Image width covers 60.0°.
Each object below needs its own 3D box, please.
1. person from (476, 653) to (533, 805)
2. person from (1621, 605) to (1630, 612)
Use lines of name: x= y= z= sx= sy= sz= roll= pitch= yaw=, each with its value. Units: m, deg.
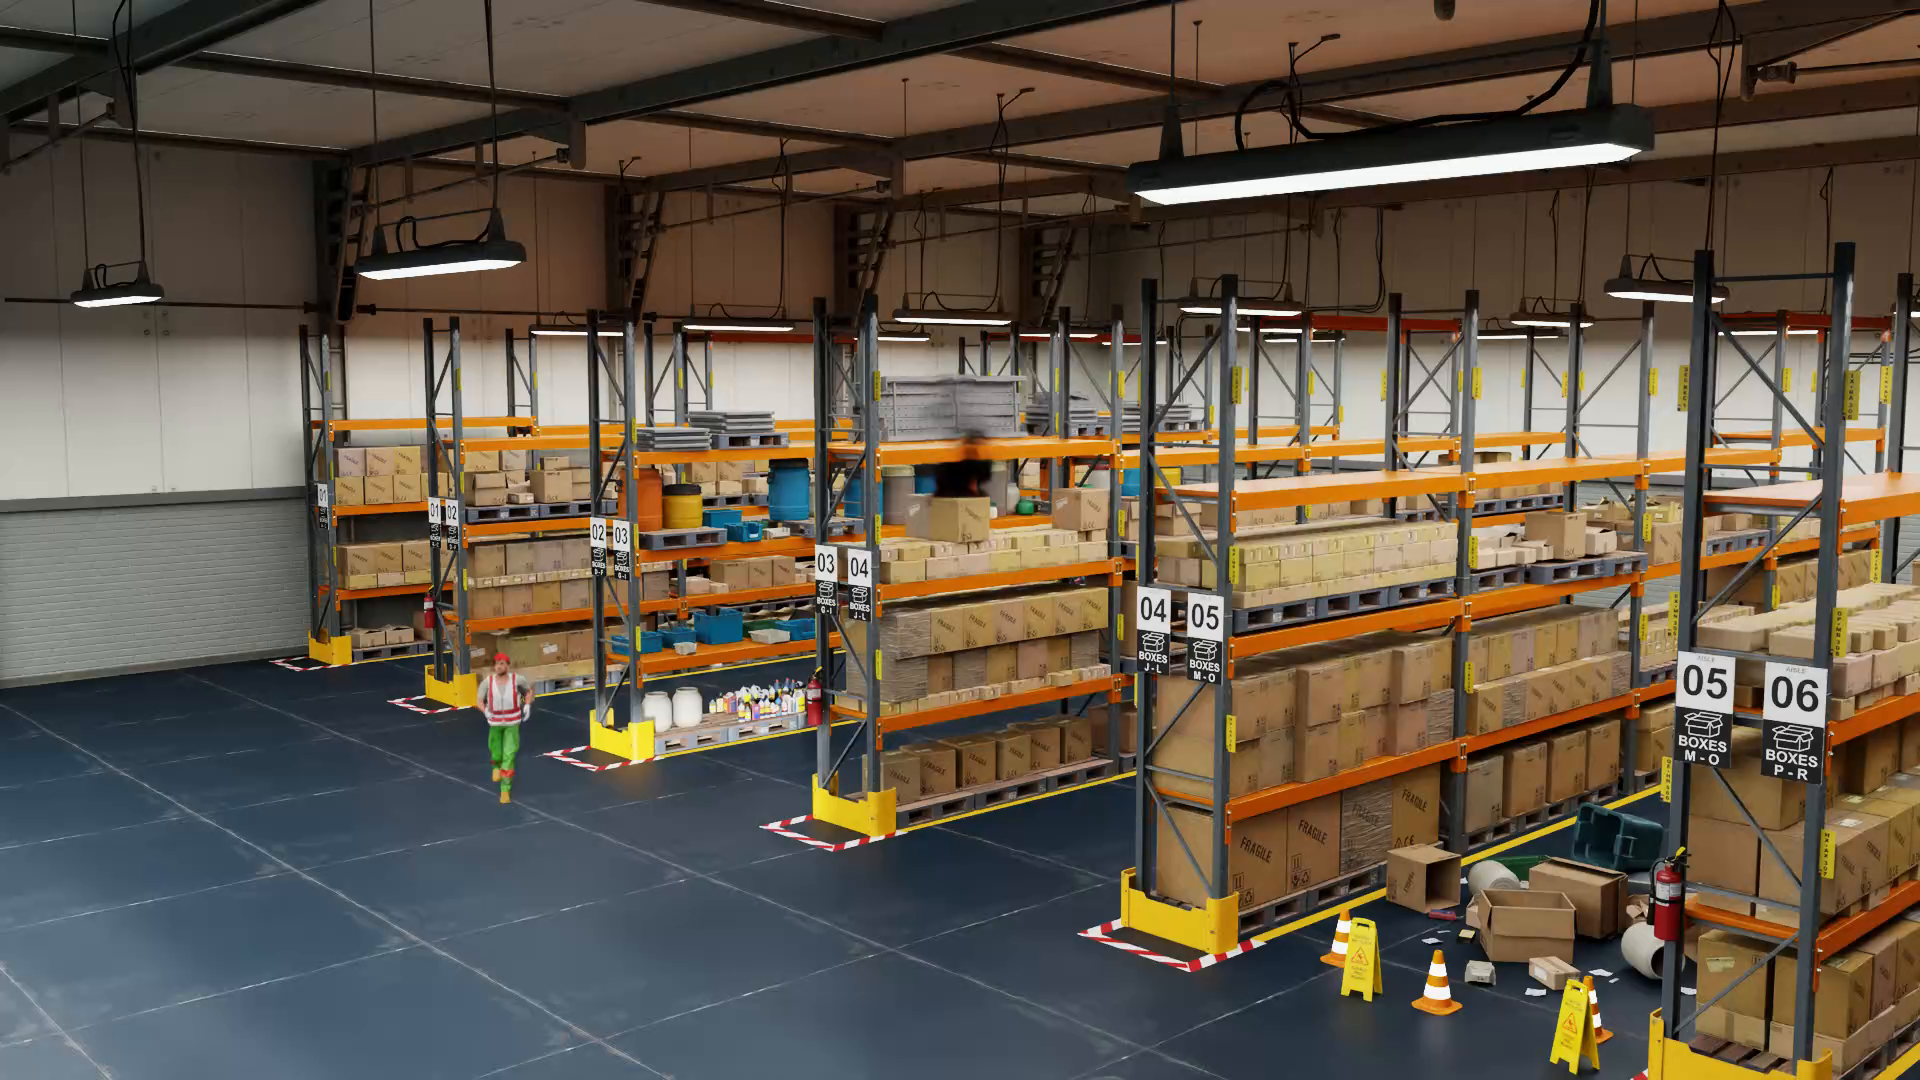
person: x=-5.543 y=2.242 z=20.261 sx=0.667 sy=1.784 sz=0.940 roll=-1 pitch=6 yaw=-10
person: x=9.813 y=1.824 z=24.561 sx=0.791 sy=1.735 sz=0.741 roll=-6 pitch=8 yaw=-44
